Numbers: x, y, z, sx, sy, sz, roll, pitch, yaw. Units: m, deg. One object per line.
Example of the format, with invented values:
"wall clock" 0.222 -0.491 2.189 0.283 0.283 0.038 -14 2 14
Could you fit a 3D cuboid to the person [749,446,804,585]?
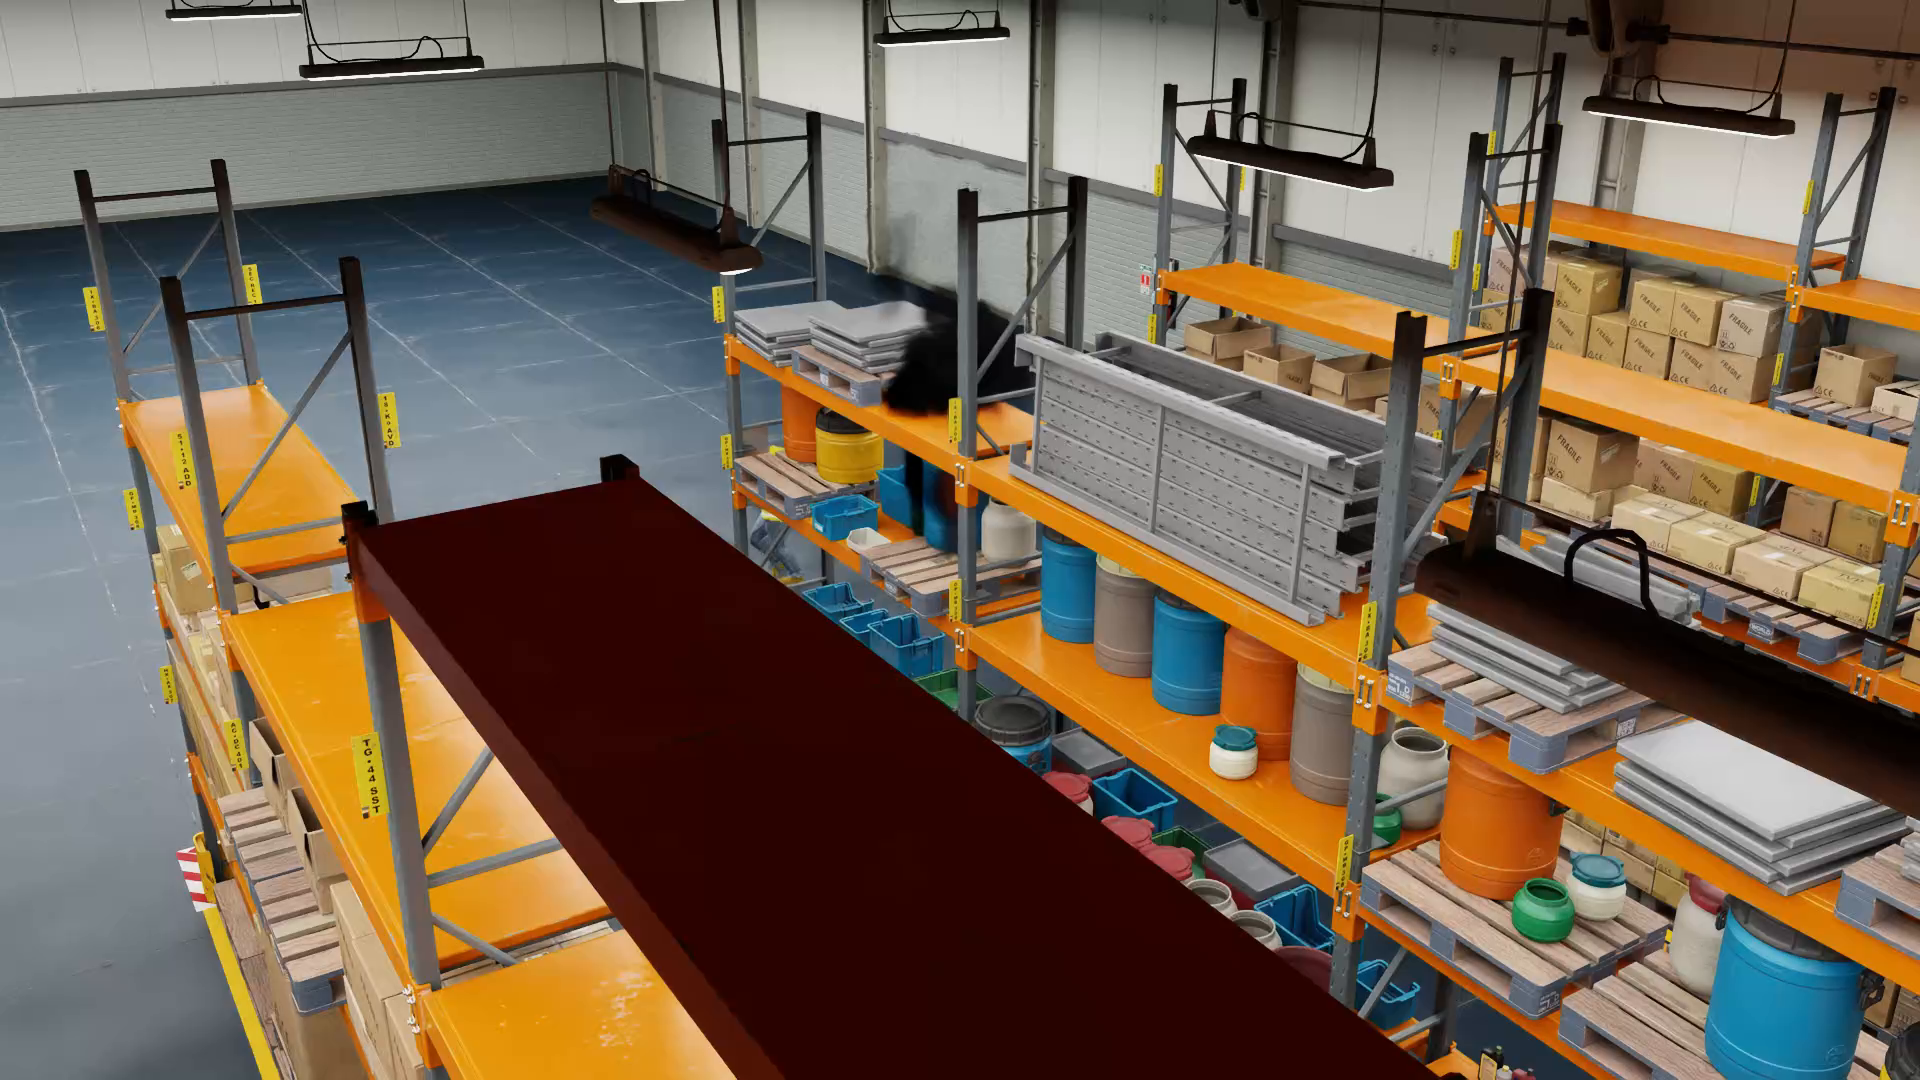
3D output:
"person" -2.230 -0.284 19.740 0.697 1.765 0.676 -3 22 -6
